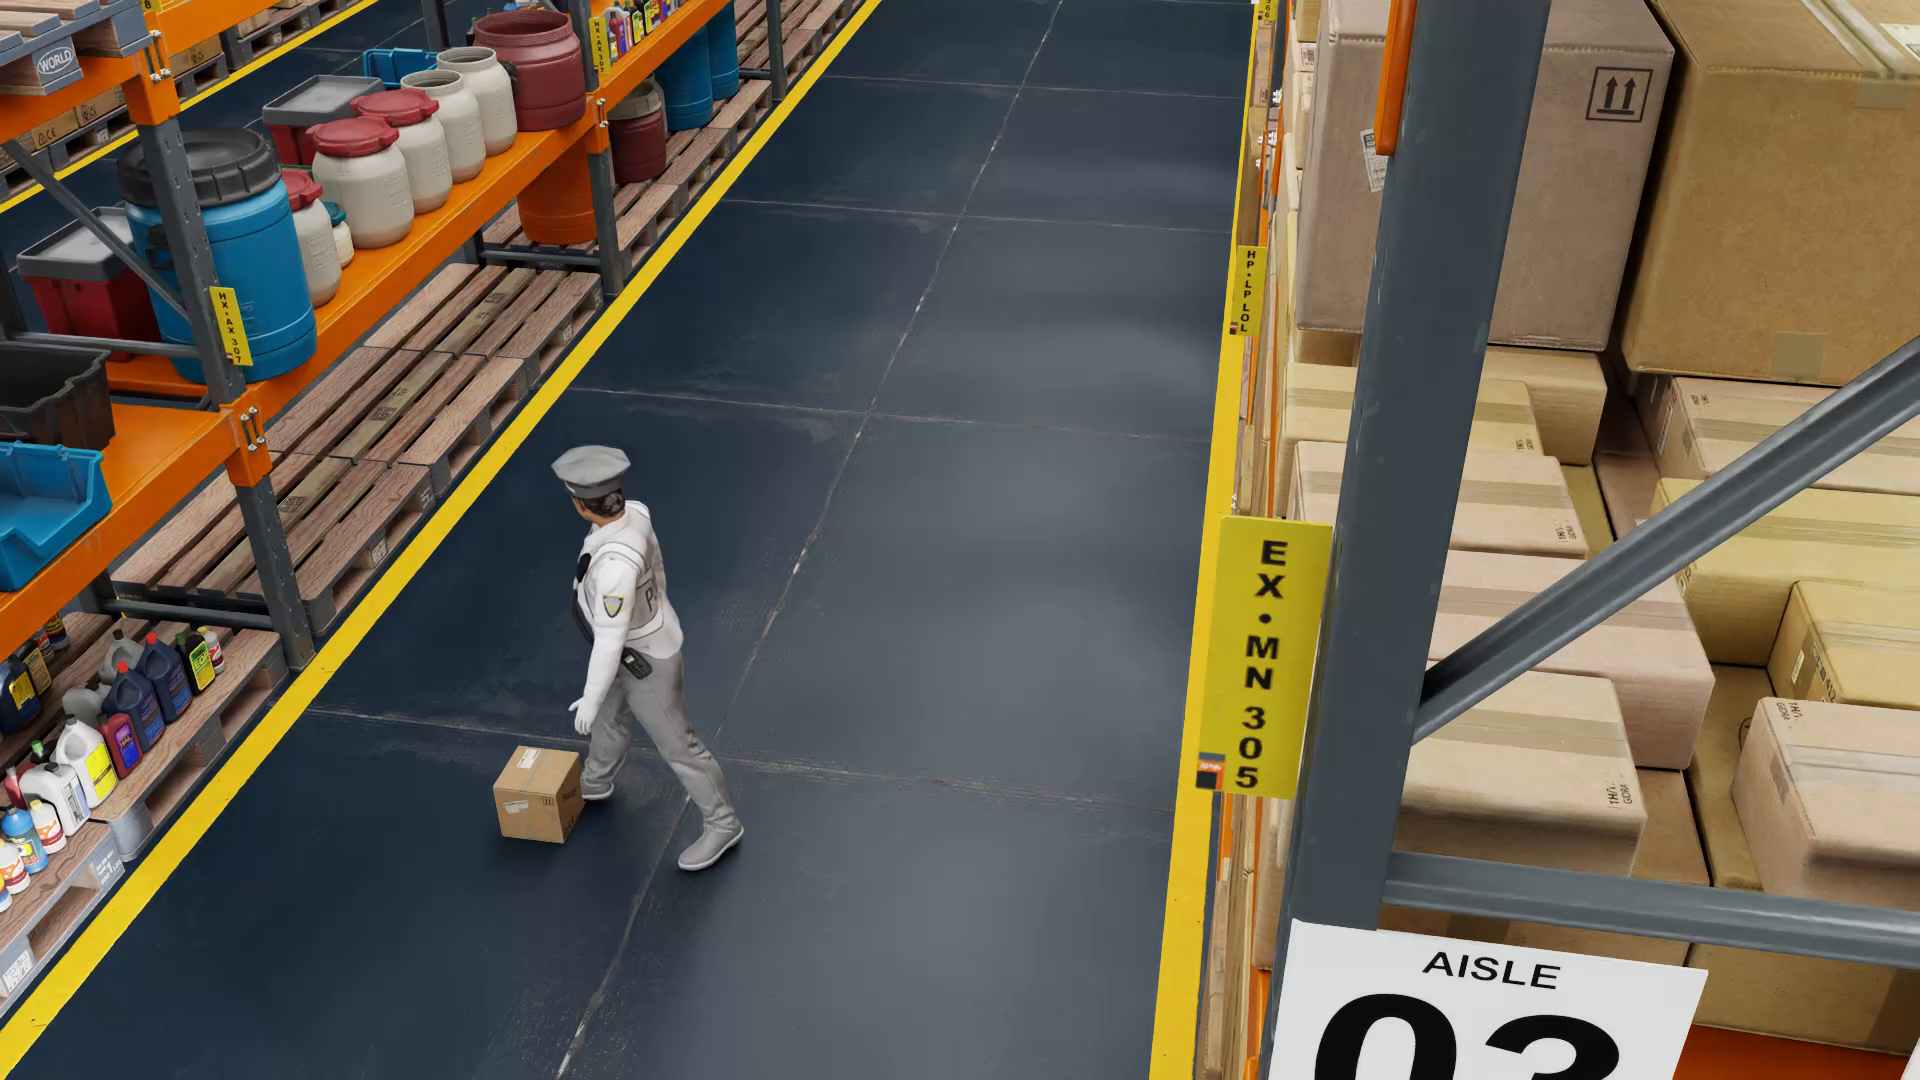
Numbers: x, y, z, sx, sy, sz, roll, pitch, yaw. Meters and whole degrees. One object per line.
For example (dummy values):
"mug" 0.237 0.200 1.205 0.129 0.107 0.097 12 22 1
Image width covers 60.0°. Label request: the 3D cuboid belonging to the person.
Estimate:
"person" -1.225 0.416 5.969 0.754 1.640 0.600 -7 33 -11
